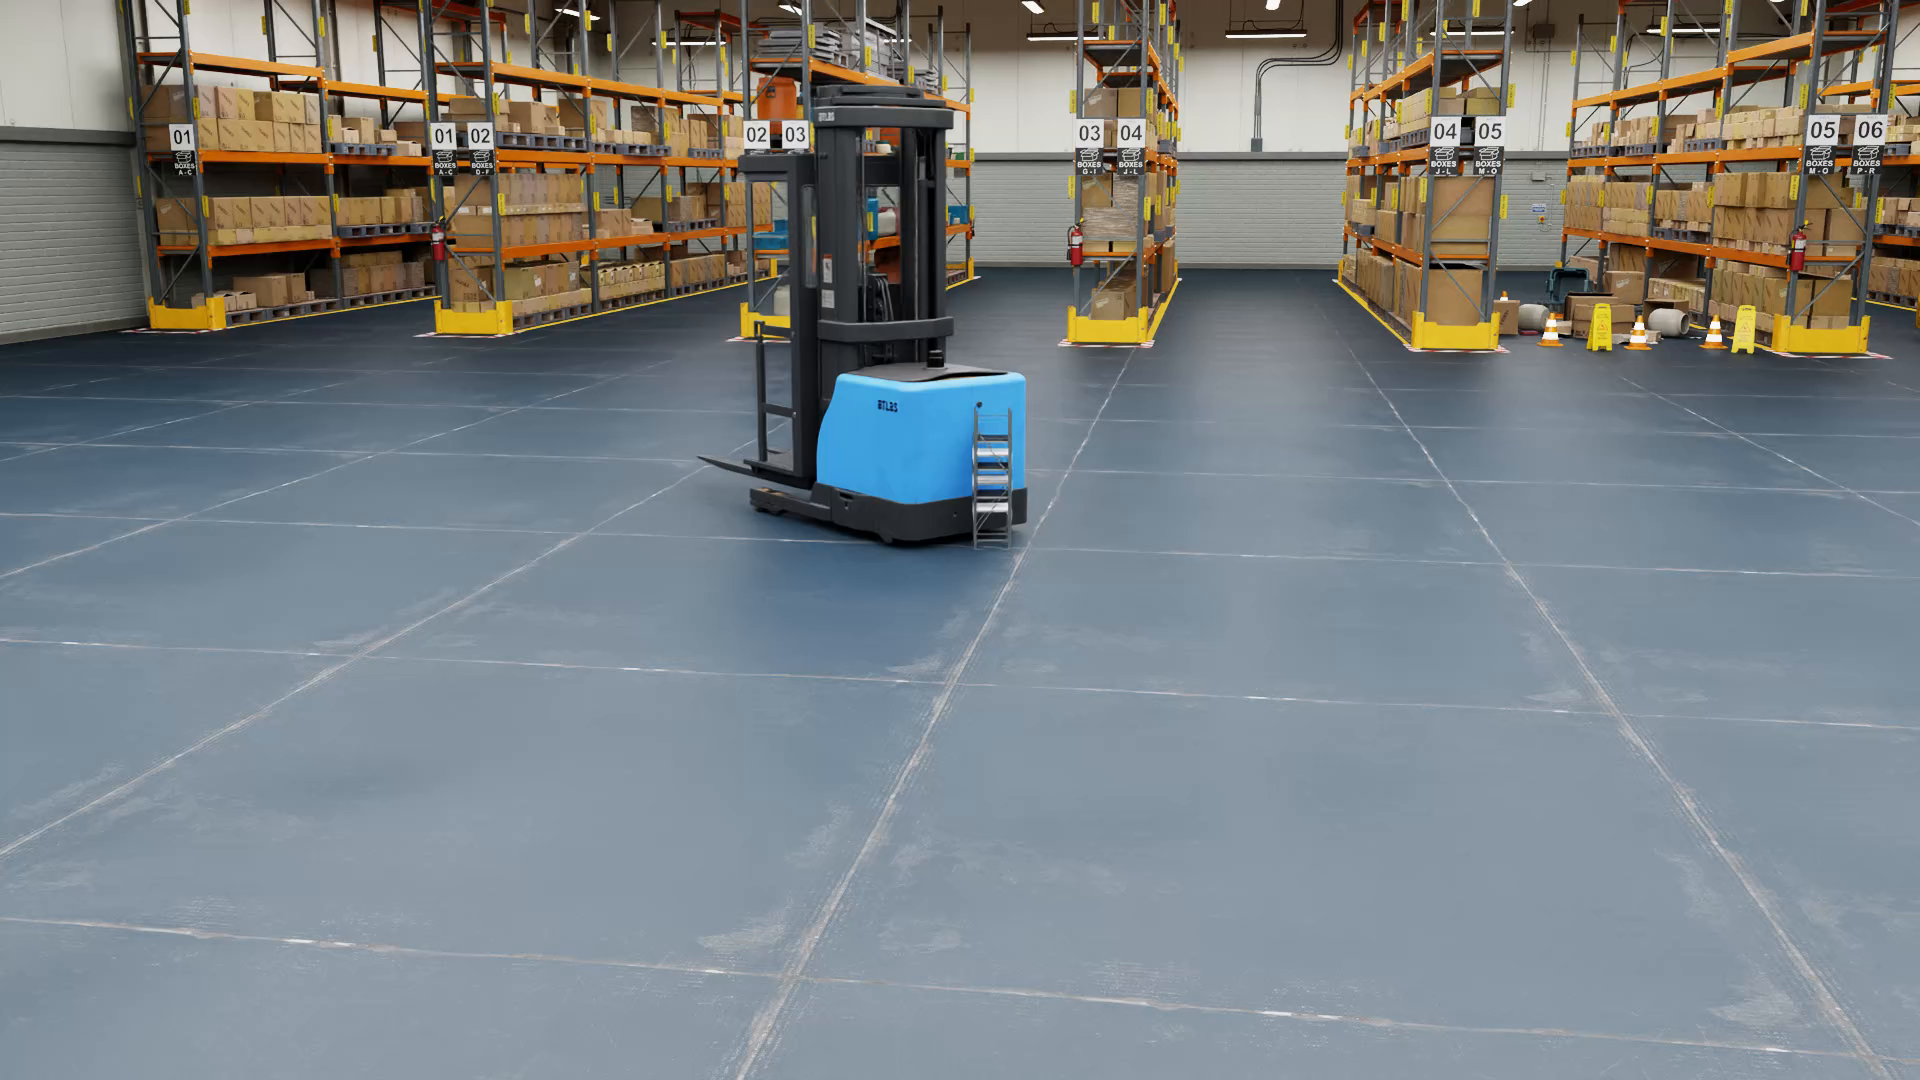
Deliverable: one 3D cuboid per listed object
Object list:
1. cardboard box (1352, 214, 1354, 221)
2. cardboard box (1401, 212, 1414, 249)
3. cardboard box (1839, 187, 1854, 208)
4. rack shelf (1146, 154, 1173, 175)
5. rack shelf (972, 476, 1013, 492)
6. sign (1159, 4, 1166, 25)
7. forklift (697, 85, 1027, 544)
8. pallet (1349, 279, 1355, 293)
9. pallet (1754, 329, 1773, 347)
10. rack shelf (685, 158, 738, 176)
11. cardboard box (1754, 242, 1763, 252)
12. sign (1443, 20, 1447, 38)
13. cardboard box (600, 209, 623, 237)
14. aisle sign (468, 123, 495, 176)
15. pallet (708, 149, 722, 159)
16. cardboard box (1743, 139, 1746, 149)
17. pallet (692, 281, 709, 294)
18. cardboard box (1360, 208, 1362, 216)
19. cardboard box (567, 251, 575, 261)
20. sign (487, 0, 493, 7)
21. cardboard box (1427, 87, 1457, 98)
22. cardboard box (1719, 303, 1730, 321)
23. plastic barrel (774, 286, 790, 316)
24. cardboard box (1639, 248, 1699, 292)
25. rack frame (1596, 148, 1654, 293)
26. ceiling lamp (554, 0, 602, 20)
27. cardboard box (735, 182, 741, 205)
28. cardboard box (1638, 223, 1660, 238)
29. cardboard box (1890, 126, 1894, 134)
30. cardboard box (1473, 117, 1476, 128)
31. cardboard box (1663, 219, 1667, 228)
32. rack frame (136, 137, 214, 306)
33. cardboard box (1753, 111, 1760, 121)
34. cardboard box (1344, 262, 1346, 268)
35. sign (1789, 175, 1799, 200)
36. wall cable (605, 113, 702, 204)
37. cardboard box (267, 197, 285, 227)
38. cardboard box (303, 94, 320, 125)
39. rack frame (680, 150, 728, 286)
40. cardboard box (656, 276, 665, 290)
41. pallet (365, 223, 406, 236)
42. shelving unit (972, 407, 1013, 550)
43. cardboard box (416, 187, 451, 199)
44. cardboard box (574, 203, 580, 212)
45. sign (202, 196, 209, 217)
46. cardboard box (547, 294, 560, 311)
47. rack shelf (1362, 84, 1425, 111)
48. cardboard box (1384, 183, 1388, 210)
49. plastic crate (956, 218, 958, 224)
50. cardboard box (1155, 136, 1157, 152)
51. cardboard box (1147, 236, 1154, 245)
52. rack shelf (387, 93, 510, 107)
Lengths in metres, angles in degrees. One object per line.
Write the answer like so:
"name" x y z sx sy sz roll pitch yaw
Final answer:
"cardboard box" 8.393 -6.736 34.731 0.380 0.149 0.250 1 12 6
"cardboard box" 7.371 -4.828 25.920 0.875 0.550 0.550 2 12 9
"cardboard box" 18.769 -7.295 35.593 0.500 0.500 0.500 2 12 10
"rack shelf" 3.715 -7.601 33.731 1.077 0.370 4.000 2 12 9
"rack shelf" 0.207 -0.364 10.704 0.258 0.077 0.200 0 12 -1
"sign" 3.326 -8.644 27.338 0.100 0.325 0.005 2 12 9
"forklift" -0.857 -1.665 11.764 1.130 2.935 3.031 -9 15 -37
"pallet" 8.977 -5.499 36.008 1.003 0.211 1.213 2 12 9
"pallet" 12.141 -2.904 23.969 1.003 0.211 1.213 2 12 9
"rack shelf" -5.458 -8.756 39.088 1.077 0.370 4.000 2 12 9
"cardboard box" 11.943 -4.314 24.488 0.380 0.149 0.250 2 12 8
"sign" 8.842 -9.338 30.369 0.100 0.325 0.005 2 12 9
"cardboard box" -6.703 -5.981 31.390 0.500 0.500 0.500 2 12 9
"aisle sign" -7.318 -5.974 25.422 0.394 0.787 0.004 2 12 9
"pallet" -5.935 -8.466 36.481 1.213 0.211 1.003 2 12 9
"cardboard box" 12.192 -6.044 25.396 0.380 0.149 0.250 2 12 10
"pallet" -6.038 -5.436 35.717 1.003 0.211 1.213 2 12 9
"cardboard box" 8.076 -6.448 32.687 0.380 0.149 0.250 2 12 8
"cardboard box" -10.054 -7.051 41.529 0.700 0.500 0.500 2 12 9
"sign" -7.063 -8.174 24.969 0.100 0.325 0.005 2 12 9
"cardboard box" 6.779 -6.292 23.417 0.380 0.149 0.250 2 12 9
"cardboard box" 12.156 -3.552 25.885 0.500 0.250 0.500 3 12 12
"plastic barrel" -2.691 -3.694 25.922 0.421 0.512 0.421 0 12 0
"cardboard box" 13.388 -5.057 31.384 0.875 0.875 0.875 2 12 8
"rack frame" 13.815 -6.582 34.414 1.000 3.000 0.127 2 12 9
"ceiling lamp" -8.016 -12.906 35.663 0.800 3.185 2.000 2 12 9
"cardboard box" -5.336 -7.959 38.192 0.500 0.500 0.500 1 12 7
"cardboard box" 13.021 -5.789 31.093 0.500 0.250 0.500 1 12 7
"cardboard box" 18.194 -7.898 32.057 0.380 0.149 0.250 2 12 9
"cardboard box" 7.432 -5.882 23.408 0.380 0.149 0.250 2 12 9
"cardboard box" 12.802 -5.657 29.721 0.380 0.149 0.250 1 12 5
"rack frame" -12.506 -4.886 26.546 1.000 3.000 0.127 2 12 9
"cardboard box" 12.067 -6.322 24.791 0.380 0.149 0.250 2 12 8
"cardboard box" 9.091 -6.355 38.425 0.380 0.149 0.250 2 12 8
"sign" 11.424 -4.826 22.770 0.100 0.325 0.005 2 12 9
"wall cable" -8.822 -10.797 47.106 3.097 2.526 0.112 2 12 9
"cardboard box" -11.896 -5.597 28.372 0.500 0.500 0.500 2 12 10
"cardboard box" -11.700 -7.620 29.451 0.500 0.500 0.500 1 12 4
"rack frame" -5.765 -7.225 37.396 1.000 3.000 0.127 2 12 9
"cardboard box" -6.220 -5.136 33.233 0.500 0.250 0.500 2 12 10
"pallet" -11.540 -6.044 32.376 1.003 0.211 1.213 2 12 9
"shelving unit" 0.207 -0.396 10.697 0.258 0.900 0.210 0 12 -1
"cardboard box" -10.947 -7.214 34.578 0.500 0.250 0.500 2 12 10
"cardboard box" -6.866 -5.810 29.057 0.380 0.149 0.250 2 12 7
"sign" -11.970 -5.292 26.374 0.100 0.325 0.005 2 12 9
"cardboard box" -7.076 -4.004 27.984 0.500 0.250 0.500 2 12 9
"rack shelf" 8.601 -8.690 32.614 1.077 0.370 4.000 2 12 9
"cardboard box" 8.214 -6.333 30.648 0.700 0.500 0.500 2 12 8
"plastic crate" -0.261 -7.561 39.441 0.396 0.136 0.243 2 12 9
"cardboard box" 2.980 -6.527 27.396 0.500 0.250 0.500 2 12 11
"cardboard box" 2.976 -4.903 27.220 0.380 0.149 0.250 2 12 9
"rack shelf" -10.968 -9.353 35.692 1.077 0.370 4.000 2 12 9
